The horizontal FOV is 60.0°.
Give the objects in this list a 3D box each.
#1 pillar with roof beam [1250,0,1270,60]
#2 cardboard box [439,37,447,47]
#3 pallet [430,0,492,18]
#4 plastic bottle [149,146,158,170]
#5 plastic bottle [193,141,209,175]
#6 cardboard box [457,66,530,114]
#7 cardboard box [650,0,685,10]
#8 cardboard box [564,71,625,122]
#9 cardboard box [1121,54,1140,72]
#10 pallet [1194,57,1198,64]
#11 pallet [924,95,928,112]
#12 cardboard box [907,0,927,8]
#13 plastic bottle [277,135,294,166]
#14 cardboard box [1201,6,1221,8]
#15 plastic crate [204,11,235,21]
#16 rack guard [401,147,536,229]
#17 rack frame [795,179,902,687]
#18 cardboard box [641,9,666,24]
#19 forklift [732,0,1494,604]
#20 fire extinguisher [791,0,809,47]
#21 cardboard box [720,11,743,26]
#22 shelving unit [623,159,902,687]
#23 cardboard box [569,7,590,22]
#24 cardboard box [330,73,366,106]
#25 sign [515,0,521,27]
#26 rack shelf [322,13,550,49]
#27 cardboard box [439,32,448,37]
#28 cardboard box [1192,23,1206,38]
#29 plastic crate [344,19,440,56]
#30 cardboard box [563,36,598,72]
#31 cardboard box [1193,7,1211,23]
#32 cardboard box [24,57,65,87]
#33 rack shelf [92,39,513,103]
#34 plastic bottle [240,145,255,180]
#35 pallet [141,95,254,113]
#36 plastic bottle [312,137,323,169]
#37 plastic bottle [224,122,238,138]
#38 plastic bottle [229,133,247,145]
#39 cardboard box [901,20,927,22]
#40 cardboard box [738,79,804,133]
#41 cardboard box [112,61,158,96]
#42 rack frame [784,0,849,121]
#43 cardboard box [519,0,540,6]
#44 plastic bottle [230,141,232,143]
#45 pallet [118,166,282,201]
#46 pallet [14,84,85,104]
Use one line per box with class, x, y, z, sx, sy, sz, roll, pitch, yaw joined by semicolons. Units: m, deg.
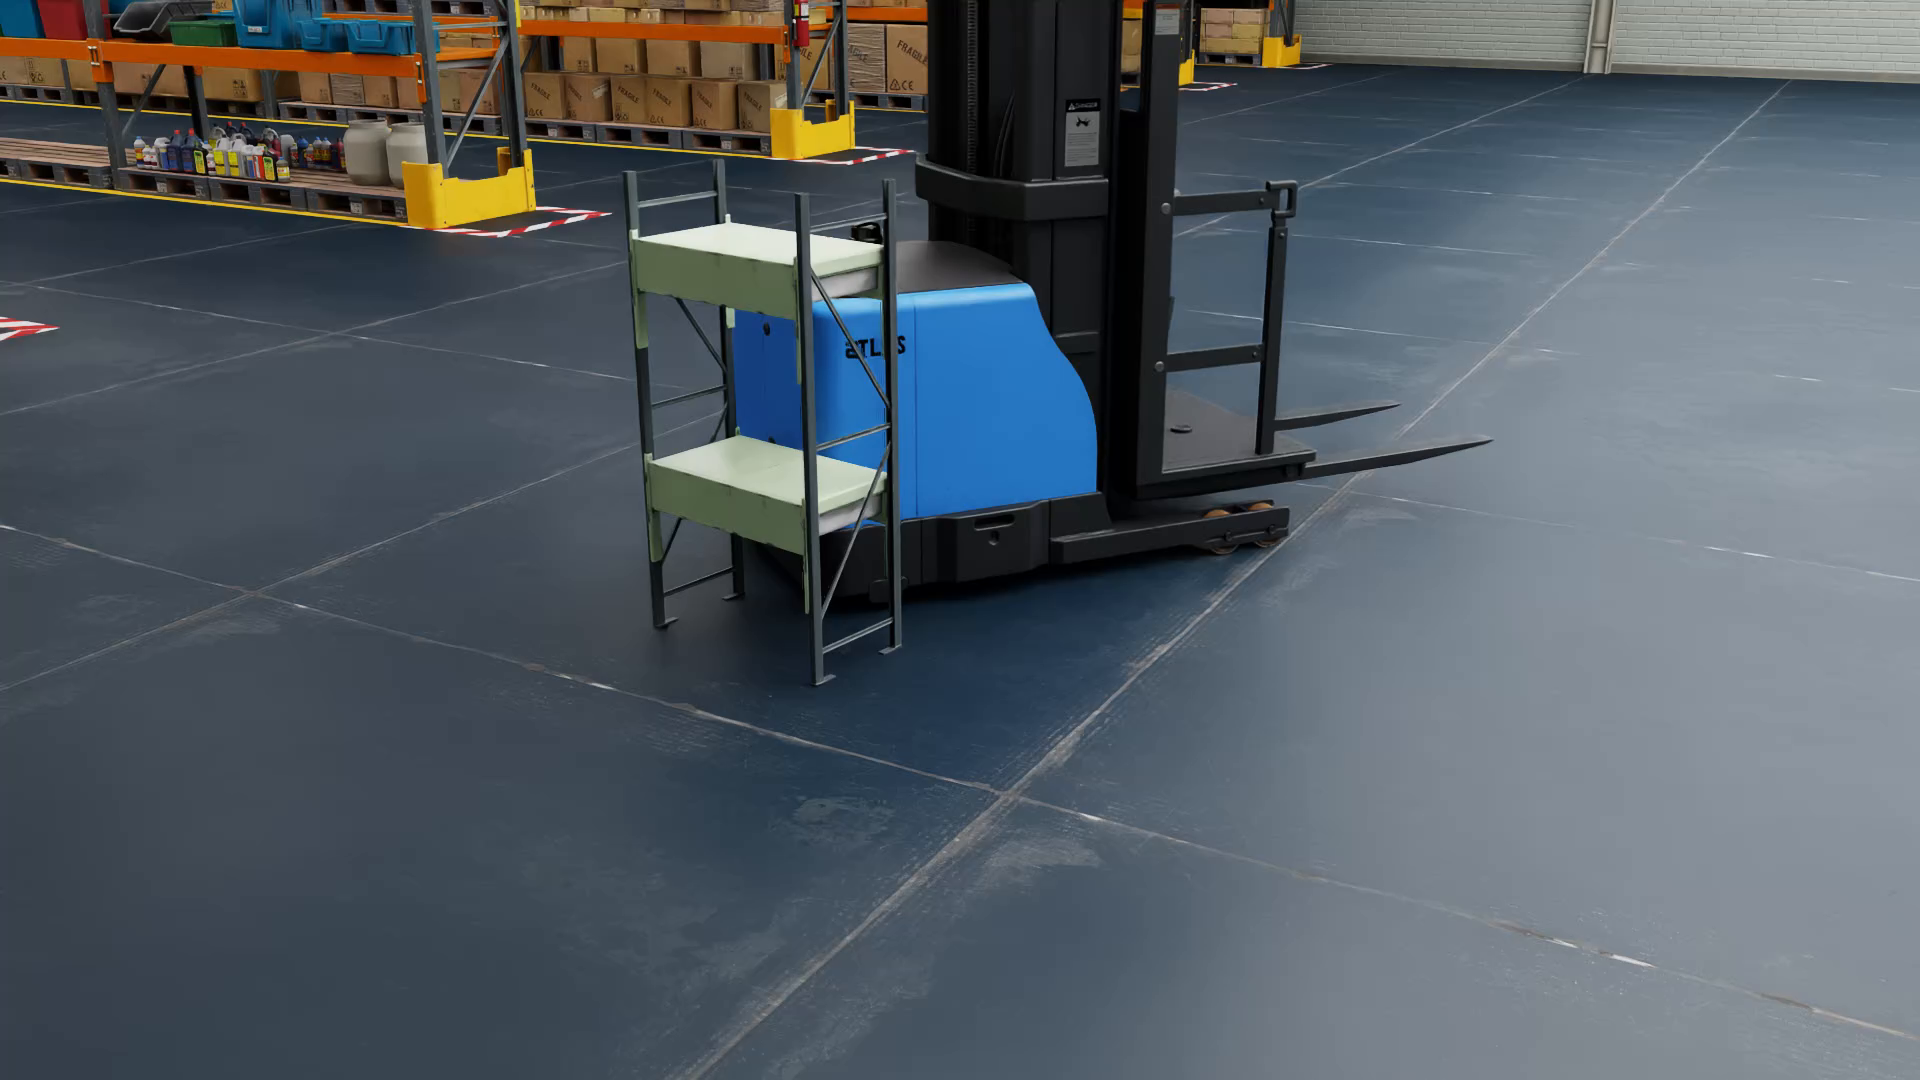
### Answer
pillar with roof beam;3.490;-11.892;25.952;0.400;9.000;9.100;11;23;27
cardboard box;-8.020;-7.646;26.095;0.500;0.500;0.500;11;23;28
pallet;-5.581;-6.286;19.577;1.213;0.211;1.003;11;23;27
plastic bottle;-7.159;-3.405;14.813;0.097;0.201;0.097;0;20;0
plastic bottle;-6.610;-3.332;14.491;0.133;0.283;0.061;12;23;30
cardboard box;-5.511;-5.346;19.725;0.500;0.500;0.700;9;22;23
cardboard box;-2.870;-5.971;17.843;0.500;0.500;0.875;11;23;27
cardboard box;-4.152;-5.057;18.957;0.500;0.500;0.500;-17;26;-39
cardboard box;2.482;-7.454;25.932;0.500;0.250;0.500;11;23;27
pallet;4.008;-8.976;30.801;1.213;0.211;1.003;11;23;27
pallet;0.278;-5.799;22.043;1.213;0.211;1.003;11;23;27
cardboard box;-0.250;-7.335;21.967;0.550;0.550;0.875;11;23;27
plastic bottle;-6.108;-3.523;15.027;0.135;0.276;0.152;11;23;28
cardboard box;4.561;-9.649;30.516;0.500;0.250;0.500;11;22;27
plastic crate;-6.302;-4.558;14.751;0.616;0.251;0.499;11;23;27
rack guard;-3.998;-2.890;13.599;0.348;0.500;1.175;11;23;27
rack frame;-0.325;-0.307;5.011;0.023;1.500;0.400;16;25;37
cardboard box;-3.203;-5.627;17.846;0.250;0.149;0.380;11;23;27
forklift;0.690;-1.478;6.141;3.031;2.935;1.130;-9;22;-23
fire extinguisher;-1.618;-5.348;16.823;0.183;0.674;0.296;11;23;27
cardboard box;-2.304;-5.477;17.432;0.250;0.149;0.380;11;23;27
shelving unit;-0.608;-0.386;5.229;0.755;1.500;0.431;16;25;37
cardboard box;-4.079;-5.791;18.300;0.250;0.149;0.380;11;23;27
cardboard box;-7.392;-5.709;20.725;0.500;0.500;0.700;9;22;23
sign;-3.636;-4.359;13.578;0.005;0.325;0.100;11;23;27
rack shelf;-6.731;-6.200;20.114;4.000;0.370;1.077;11;23;27
cardboard box;-8.037;-7.996;25.958;0.500;0.250;0.500;12;23;29
cardboard box;4.286;-9.263;30.186;0.500;0.250;0.500;10;22;26
plastic crate;-4.491;-3.991;13.185;0.616;0.251;0.499;11;23;27
cardboard box;-5.482;-7.343;24.892;0.750;0.750;1.050;10;22;27
cardboard box;4.309;-9.492;30.084;0.500;0.250;0.500;11;23;28
cardboard box;-12.506;-6.869;23.401;0.875;0.875;0.875;11;23;27
rack shelf;-5.655;-4.061;14.216;4.000;0.370;1.077;11;23;27
plastic bottle;-6.054;-3.241;14.249;0.135;0.276;0.152;10;22;26
pallet;-10.190;-5.917;22.368;1.213;0.211;1.003;11;23;27
plastic bottle;-5.726;-3.458;14.856;0.097;0.271;0.097;0;20;0
plastic bottle;-6.698;-3.672;15.328;0.185;0.351;0.144;10;22;26
plastic bottle;-6.581;-3.556;15.120;0.135;0.276;0.152;11;23;27
cardboard box;-0.689;-10.273;33.153;0.625;0.625;0.875;12;23;29
cardboard box;-2.030;-4.672;17.896;0.500;0.500;0.500;16;25;37
cardboard box;-10.620;-6.486;22.347;0.875;0.875;1.225;10;22;25
rack frame;-1.493;-5.541;17.241;0.127;3.000;1.000;11;23;27
cardboard box;-4.622;-6.300;18.750;0.500;0.500;0.875;11;23;27
plastic bottle;-6.312;-3.346;14.540;0.135;0.276;0.152;11;23;27
pallet;-6.835;-3.297;15.143;1.213;0.211;1.003;11;23;27
pallet;-12.595;-6.375;23.631;1.213;0.211;1.003;11;23;27
